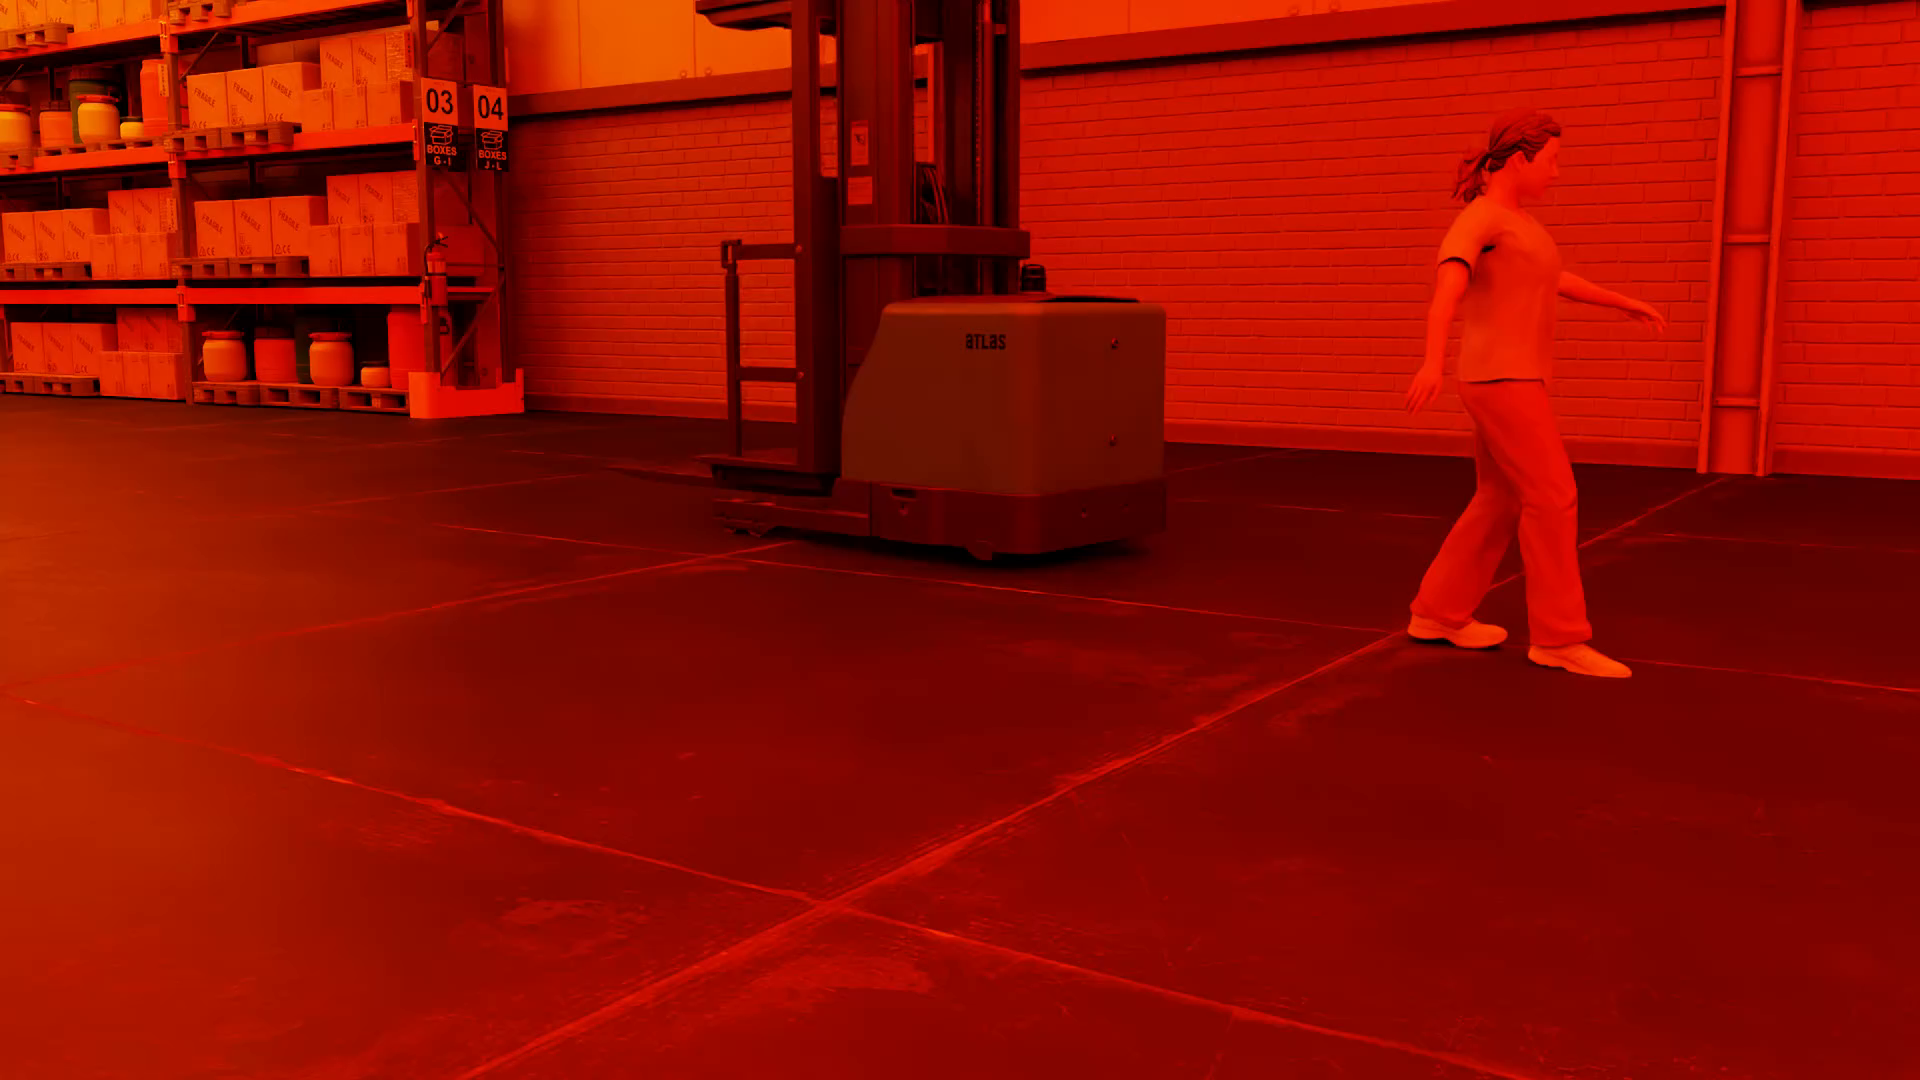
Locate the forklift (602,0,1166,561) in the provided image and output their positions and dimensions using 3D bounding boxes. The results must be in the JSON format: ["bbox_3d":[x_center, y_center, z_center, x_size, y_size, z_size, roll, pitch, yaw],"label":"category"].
[{"bbox_3d":[-0.526,-1.511,7.819,3.031,2.935,1.130,7,11,41],"label":"forklift"}]

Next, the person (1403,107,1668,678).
[{"bbox_3d":[1.690,-0.445,4.963,0.714,1.663,0.884,5,9,31],"label":"person"}]
